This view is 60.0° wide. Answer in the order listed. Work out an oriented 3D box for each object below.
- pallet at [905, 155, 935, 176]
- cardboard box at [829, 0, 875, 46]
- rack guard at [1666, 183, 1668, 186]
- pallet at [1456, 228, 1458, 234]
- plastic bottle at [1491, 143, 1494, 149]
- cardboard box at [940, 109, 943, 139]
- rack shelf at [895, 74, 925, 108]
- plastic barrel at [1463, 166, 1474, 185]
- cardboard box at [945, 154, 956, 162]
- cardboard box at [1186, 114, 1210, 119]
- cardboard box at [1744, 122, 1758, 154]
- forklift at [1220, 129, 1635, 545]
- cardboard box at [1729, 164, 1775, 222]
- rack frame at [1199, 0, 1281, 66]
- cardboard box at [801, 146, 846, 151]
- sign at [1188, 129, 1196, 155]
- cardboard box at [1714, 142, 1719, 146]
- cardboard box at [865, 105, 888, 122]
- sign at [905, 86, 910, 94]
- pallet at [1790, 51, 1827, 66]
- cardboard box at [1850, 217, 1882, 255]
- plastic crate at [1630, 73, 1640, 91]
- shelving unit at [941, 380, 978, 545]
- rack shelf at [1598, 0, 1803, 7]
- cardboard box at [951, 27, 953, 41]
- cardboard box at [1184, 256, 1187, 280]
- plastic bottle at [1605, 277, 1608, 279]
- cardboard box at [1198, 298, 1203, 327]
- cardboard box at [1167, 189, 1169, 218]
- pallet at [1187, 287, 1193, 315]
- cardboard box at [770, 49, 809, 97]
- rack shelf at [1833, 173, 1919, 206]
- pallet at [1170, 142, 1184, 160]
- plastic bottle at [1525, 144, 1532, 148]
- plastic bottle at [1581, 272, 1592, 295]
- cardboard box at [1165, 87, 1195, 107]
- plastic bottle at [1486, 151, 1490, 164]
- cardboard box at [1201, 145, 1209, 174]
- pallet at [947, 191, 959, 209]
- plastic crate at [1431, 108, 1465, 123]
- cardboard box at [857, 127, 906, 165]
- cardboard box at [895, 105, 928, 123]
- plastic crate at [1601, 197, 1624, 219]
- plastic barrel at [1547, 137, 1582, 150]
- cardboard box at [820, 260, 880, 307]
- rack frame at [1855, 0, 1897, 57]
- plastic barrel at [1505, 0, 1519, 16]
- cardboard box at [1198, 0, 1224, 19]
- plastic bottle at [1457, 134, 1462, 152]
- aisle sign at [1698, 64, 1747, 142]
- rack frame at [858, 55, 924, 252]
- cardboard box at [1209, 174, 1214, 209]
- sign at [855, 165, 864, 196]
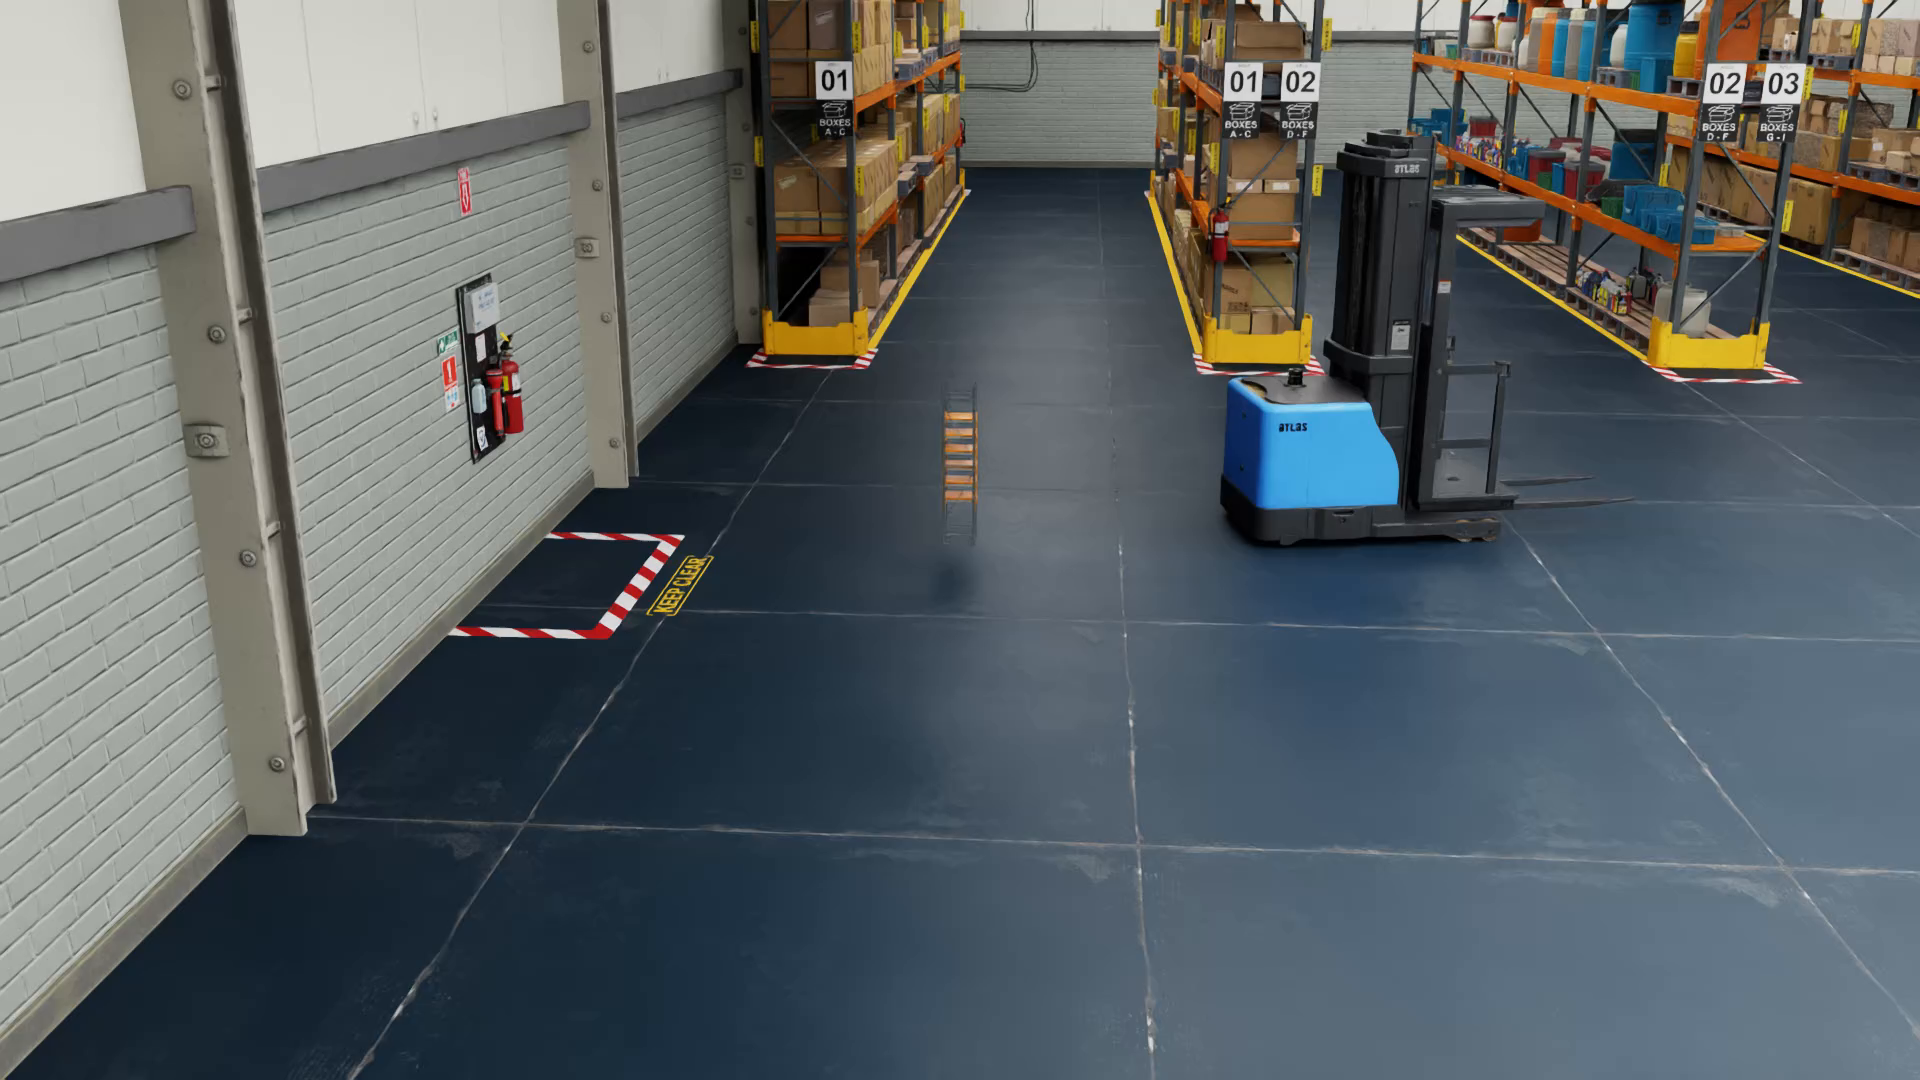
[{"bbox_3d":[-1.019,-5.717,25.362,1.213,0.211,1.003,1,18,4],"label":"pallet"},{"bbox_3d":[-1.265,-5.933,19.098,0.500,0.500,0.500,2,18,5],"label":"cardboard box"},{"bbox_3d":[14.323,-7.005,32.997,1.175,0.500,0.348,1,18,4],"label":"rack guard"},{"bbox_3d":[8.998,-5.489,28.837,1.003,0.211,1.213,1,18,4],"label":"pallet"},{"bbox_3d":[8.650,-6.300,27.019,0.061,0.283,0.133,1,18,4],"label":"plastic bottle"},{"bbox_3d":[-0.569,-7.324,29.287,0.500,0.500,0.500,1,18,3],"label":"cardboard box"},{"bbox_3d":[-1.217,-6.495,23.764,1.077,0.370,4.000,1,18,4],"label":"rack shelf"},{"bbox_3d":[9.038,-6.087,28.878,0.600,0.901,0.708,1,18,4],"label":"plastic barrel"},{"bbox_3d":[-0.278,-7.573,33.016,0.380,0.149,0.250,1,18,3],"label":"cardboard box"},{"bbox_3d":[4.056,-6.648,27.059,0.700,0.500,0.500,5,19,14],"label":"cardboard box"},{"bbox_3d":[13.752,-6.853,28.359,0.500,0.500,0.500,1,18,4],"label":"cardboard box"},{"bbox_3d":[3.600,-1.538,12.410,3.031,2.935,1.130,-2,18,-7],"label":"forklift"},{"bbox_3d":[14.009,-5.933,28.451,1.225,0.875,0.875,1,18,4],"label":"cardboard box"},{"bbox_3d":[3.581,-7.531,20.956,1.000,3.000,0.127,1,18,4],"label":"rack frame"},{"bbox_3d":[-1.685,-4.628,20.734,0.500,0.500,0.500,2,18,5],"label":"cardboard box"},{"bbox_3d":[3.039,-5.202,21.749,0.100,0.325,0.005,1,18,4],"label":"sign"},{"bbox_3d":[13.785,-7.165,29.875,0.380,0.149,0.250,2,18,5],"label":"cardboard box"},{"bbox_3d":[-1.300,-6.734,26.281,0.500,0.250,0.500,2,18,5],"label":"cardboard box"},{"bbox_3d":[-1.053,-8.980,33.494,0.100,0.325,0.005,1,18,4],"label":"sign"},{"bbox_3d":[13.818,-7.585,26.239,1.003,0.211,1.213,2,18,6],"label":"pallet"},{"bbox_3d":[13.720,-4.513,24.687,0.700,0.500,0.500,0,18,1],"label":"cardboard box"},{"bbox_3d":[8.136,-5.409,19.638,0.336,0.188,0.450,1,18,4],"label":"plastic crate"},{"bbox_3d":[-0.001,-0.566,12.222,0.258,1.200,0.189,1,18,4],"label":"shelving unit"},{"bbox_3d":[8.378,-6.266,18.893,1.077,0.370,4.000,1,18,4],"label":"rack shelf"},{"bbox_3d":[-0.394,-9.402,30.887,0.500,0.250,0.500,1,18,2],"label":"cardboard box"},{"bbox_3d":[3.321,-3.709,22.665,0.500,0.250,0.500,1,18,3],"label":"cardboard box"},{"bbox_3d":[8.159,-3.192,21.023,0.097,0.271,0.097,0,18,0],"label":"plastic bottle"},{"bbox_3d":[3.061,-2.660,19.464,0.500,0.250,0.500,1,18,4],"label":"cardboard box"},{"bbox_3d":[3.806,-5.721,28.372,0.500,0.500,0.500,2,18,5],"label":"cardboard box"},{"bbox_3d":[3.482,-3.109,21.573,1.003,0.211,1.213,1,18,4],"label":"pallet"},{"bbox_3d":[-1.870,-5.165,18.359,0.500,0.500,0.500,3,18,8],"label":"cardboard box"},{"bbox_3d":[13.605,-4.737,23.219,1.077,0.370,4.000,1,18,4],"label":"rack shelf"},{"bbox_3d":[4.002,-6.436,27.555,1.003,0.211,1.213,1,18,4],"label":"pallet"},{"bbox_3d":[9.261,-6.310,27.062,0.152,0.276,0.135,1,18,4],"label":"plastic bottle"},{"bbox_3d":[8.065,-3.293,21.324,0.152,0.276,0.135,2,18,6],"label":"plastic bottle"},{"bbox_3d":[3.932,-7.851,29.798,0.500,0.500,0.500,1,18,4],"label":"cardboard box"},{"bbox_3d":[8.496,-6.140,26.664,0.097,0.201,0.097,0,18,0],"label":"plastic bottle"},{"bbox_3d":[3.763,-5.449,24.074,0.500,0.500,0.500,0,18,1],"label":"cardboard box"},{"bbox_3d":[-0.570,-6.564,32.115,1.003,0.211,1.213,1,18,4],"label":"pallet"},{"bbox_3d":[9.544,-8.233,32.578,0.616,0.435,0.499,1,18,4],"label":"plastic crate"},{"bbox_3d":[-1.165,-5.755,24.302,0.700,0.500,0.500,1,18,4],"label":"cardboard box"},{"bbox_3d":[-0.782,-6.731,26.273,0.500,0.250,0.500,2,18,5],"label":"cardboard box"},{"bbox_3d":[8.142,-4.053,20.314,0.450,0.188,0.662,1,18,4],"label":"plastic crate"},{"bbox_3d":[9.077,-5.725,24.858,0.600,0.536,0.708,1,18,4],"label":"plastic barrel"},{"bbox_3d":[-1.365,-3.185,20.635,0.700,0.500,0.500,0,18,0],"label":"cardboard box"},{"bbox_3d":[13.748,-8.551,24.068,1.000,3.000,0.127,1,18,4],"label":"rack frame"},{"bbox_3d":[9.125,-8.383,26.893,0.600,0.901,0.708,1,18,4],"label":"plastic barrel"},{"bbox_3d":[3.905,-8.006,25.456,0.500,0.500,0.500,1,18,4],"label":"cardboard box"},{"bbox_3d":[8.633,-6.852,28.705,0.061,0.283,0.133,1,18,4],"label":"plastic bottle"},{"bbox_3d":[7.933,-4.546,17.305,0.394,0.787,0.004,1,18,4],"label":"aisle sign"},{"bbox_3d":[-1.074,-6.032,26.015,1.000,3.000,0.127,1,18,4],"label":"rack frame"},{"bbox_3d":[3.524,-4.426,20.953,0.700,0.500,0.500,1,18,3],"label":"cardboard box"},{"bbox_3d":[-1.106,-3.947,18.261,0.100,0.325,0.005,1,18,4],"label":"sign"}]
